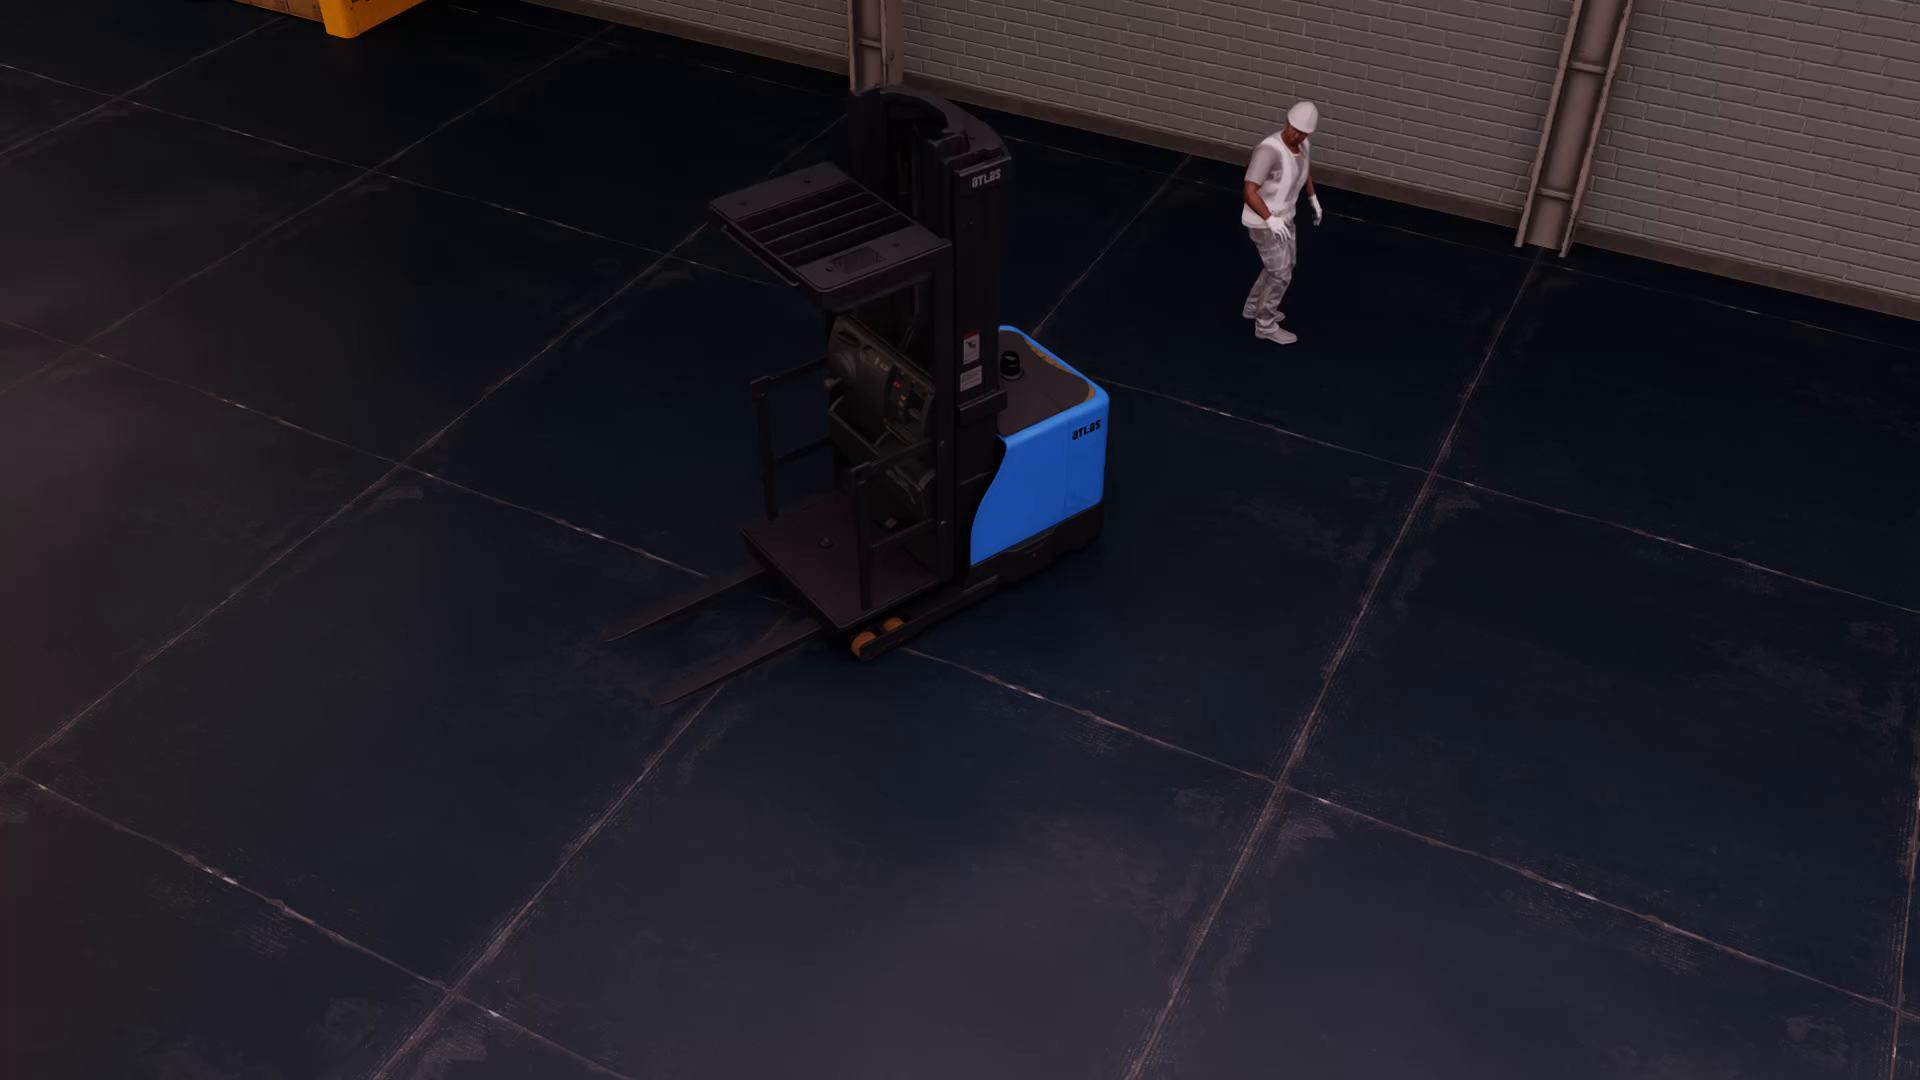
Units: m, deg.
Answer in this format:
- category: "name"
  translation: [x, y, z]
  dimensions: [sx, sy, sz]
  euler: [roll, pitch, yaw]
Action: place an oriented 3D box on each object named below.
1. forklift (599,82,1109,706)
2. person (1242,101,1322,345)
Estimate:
- category: "forklift"
  translation: [-0.604, -0.824, 8.965]
  dimensions: [3.031, 2.935, 1.130]
  euler: [-26, 46, -27]
- category: "person"
  translation: [2.258, -2.230, 11.569]
  dimensions: [0.521, 1.737, 0.768]
  euler: [20, 44, 22]
